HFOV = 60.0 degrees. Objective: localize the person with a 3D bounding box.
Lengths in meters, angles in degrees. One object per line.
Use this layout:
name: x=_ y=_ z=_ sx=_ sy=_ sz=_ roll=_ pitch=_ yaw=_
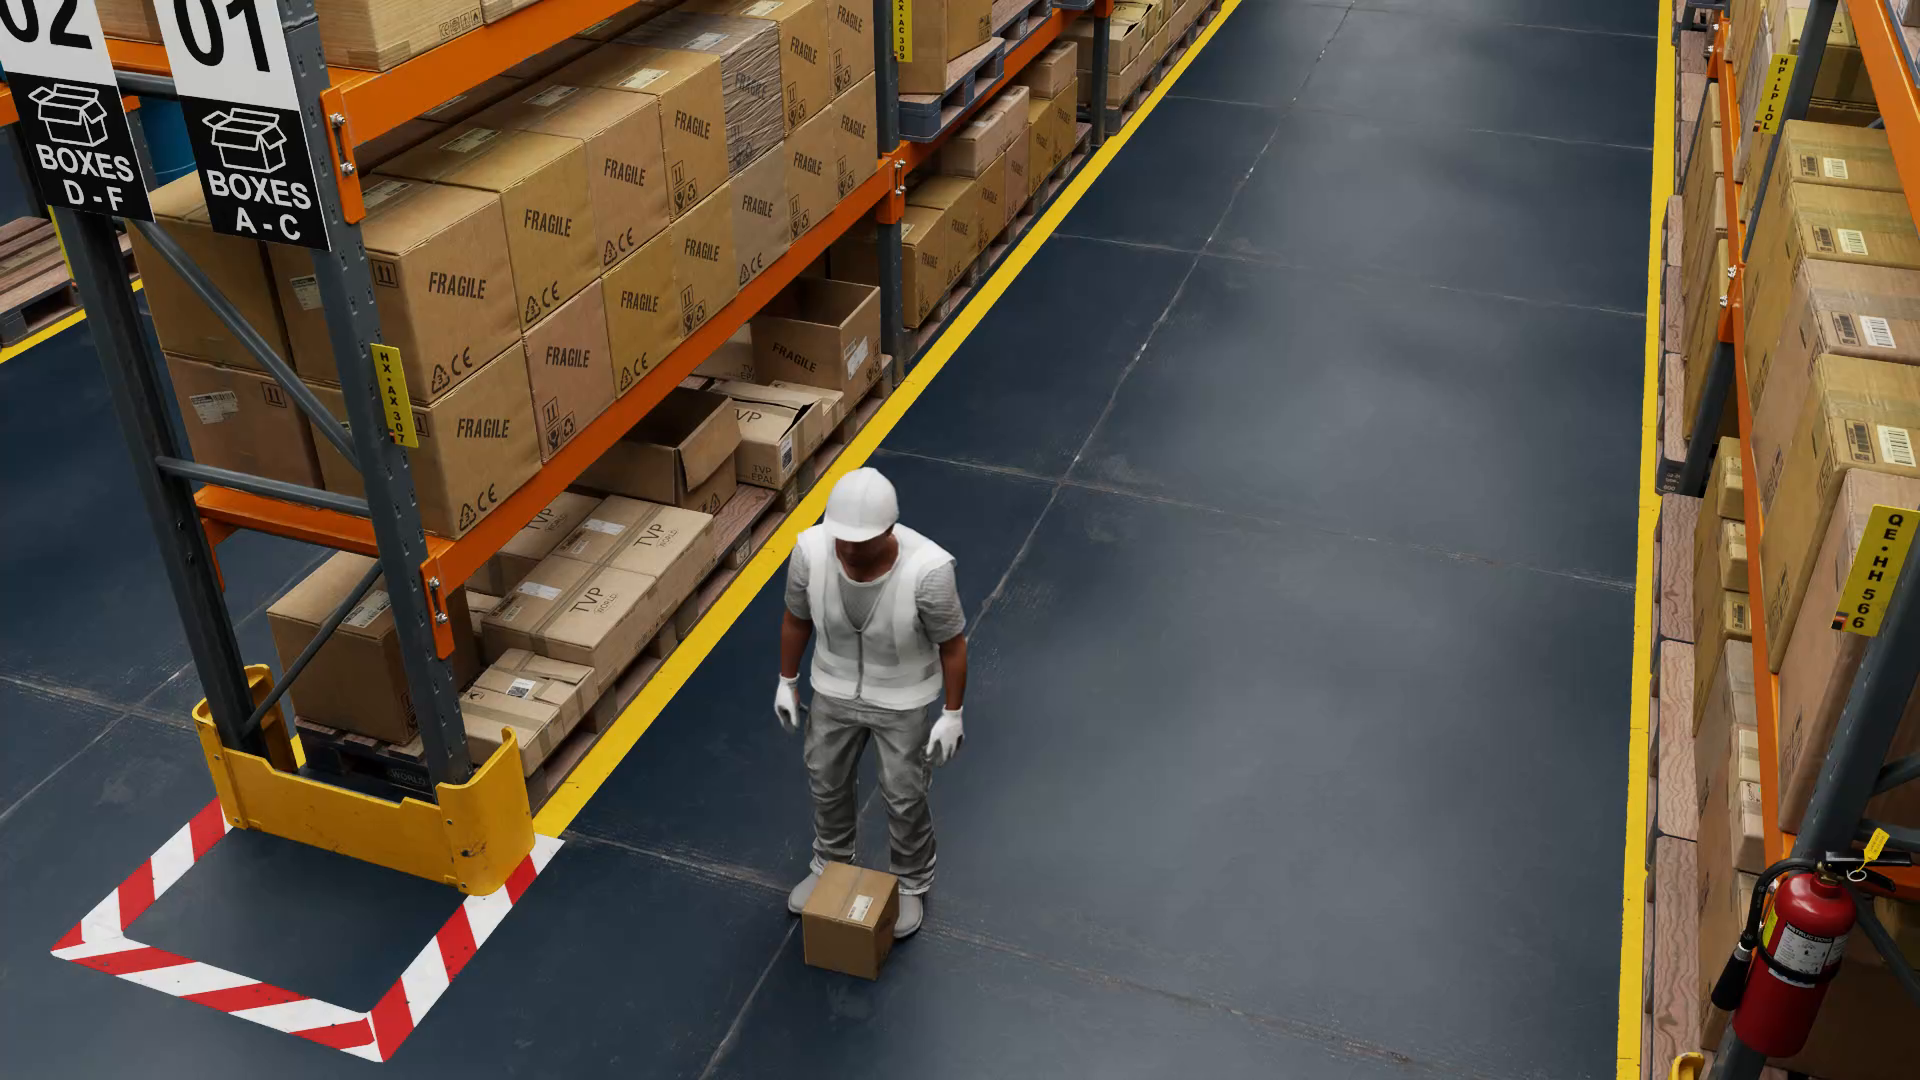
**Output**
person: x=-0.286 y=0.516 z=5.333 sx=0.633 sy=1.774 sz=0.447 roll=10 pitch=34 yaw=15
